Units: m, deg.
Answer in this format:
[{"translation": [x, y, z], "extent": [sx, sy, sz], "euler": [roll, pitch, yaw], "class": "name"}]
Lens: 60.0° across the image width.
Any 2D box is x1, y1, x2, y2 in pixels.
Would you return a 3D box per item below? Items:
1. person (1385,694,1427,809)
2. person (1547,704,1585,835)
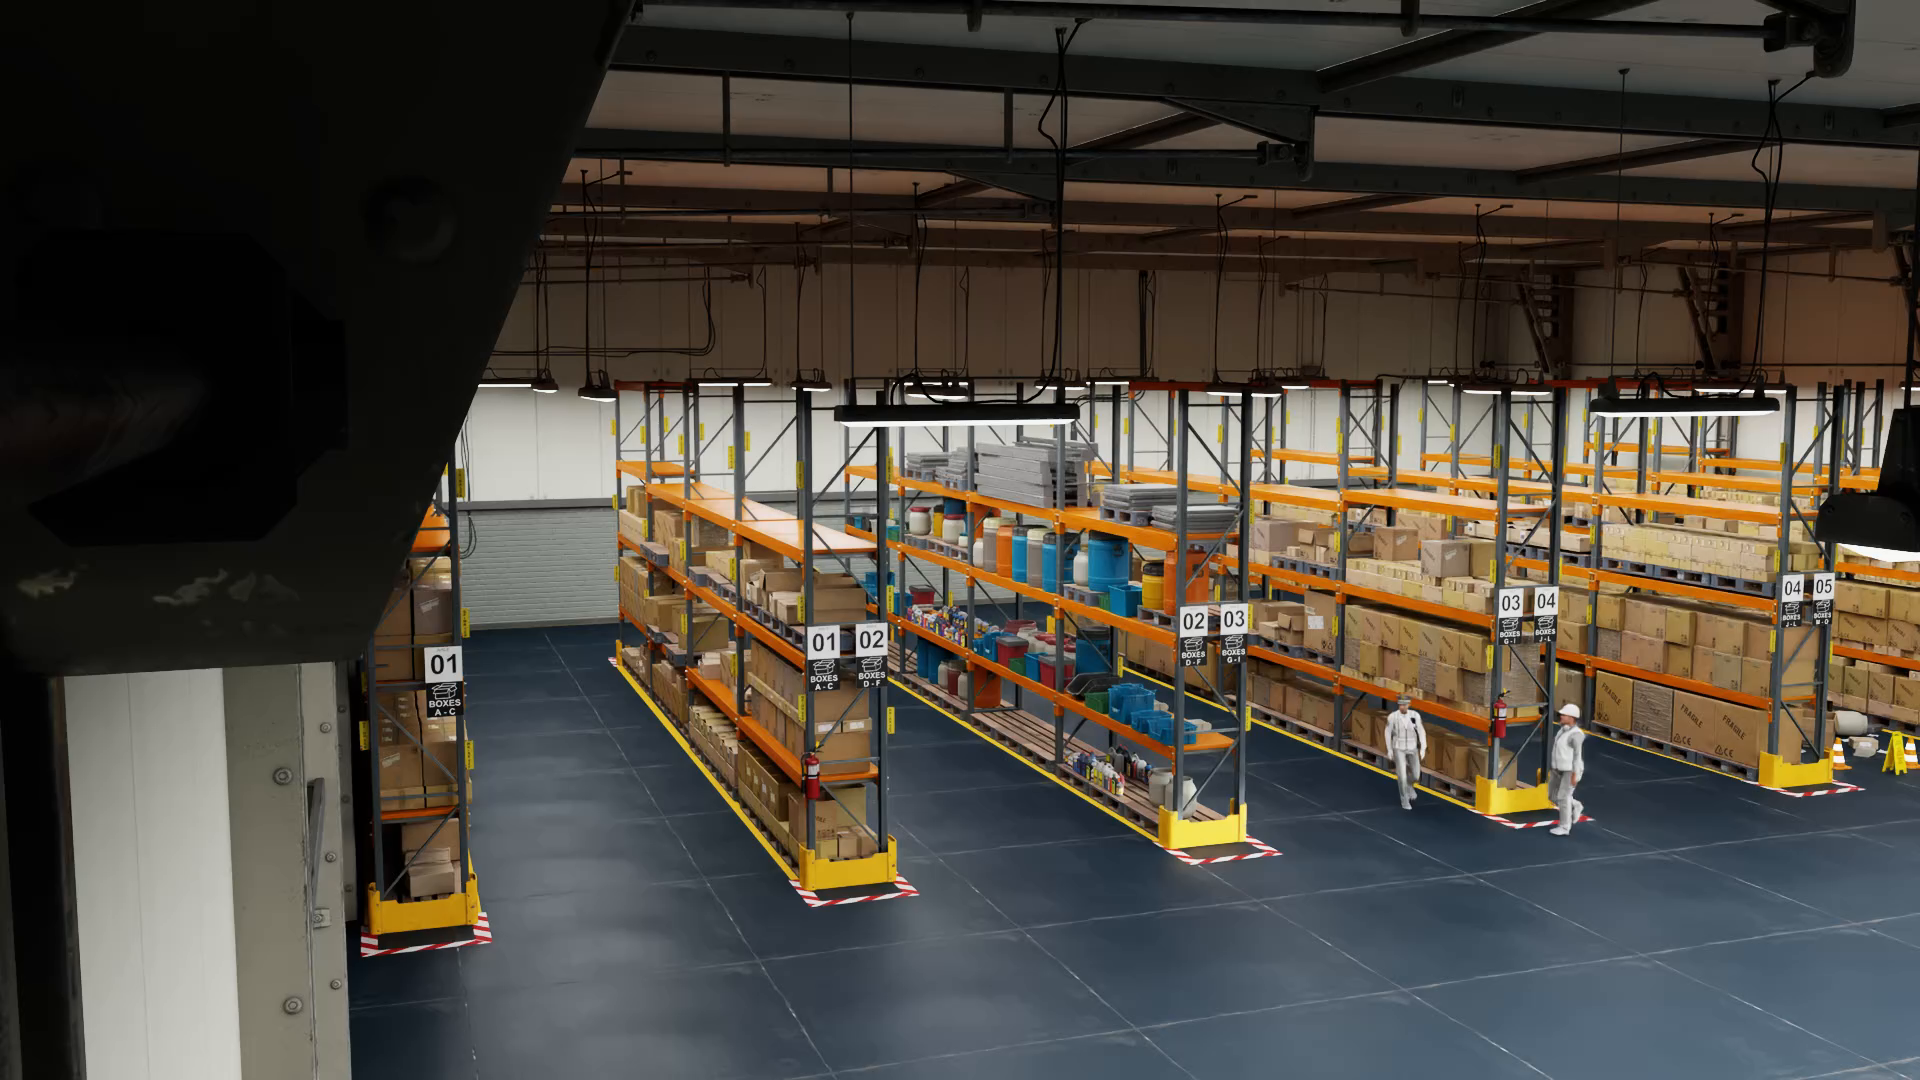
[{"translation": [6.380, 2.999, 23.844], "extent": [0.565, 1.655, 0.491], "euler": [0, 6, 4], "class": "person"}, {"translation": [8.228, 3.076, 22.398], "extent": [0.664, 1.762, 0.530], "euler": [-2, 6, -21], "class": "person"}]
